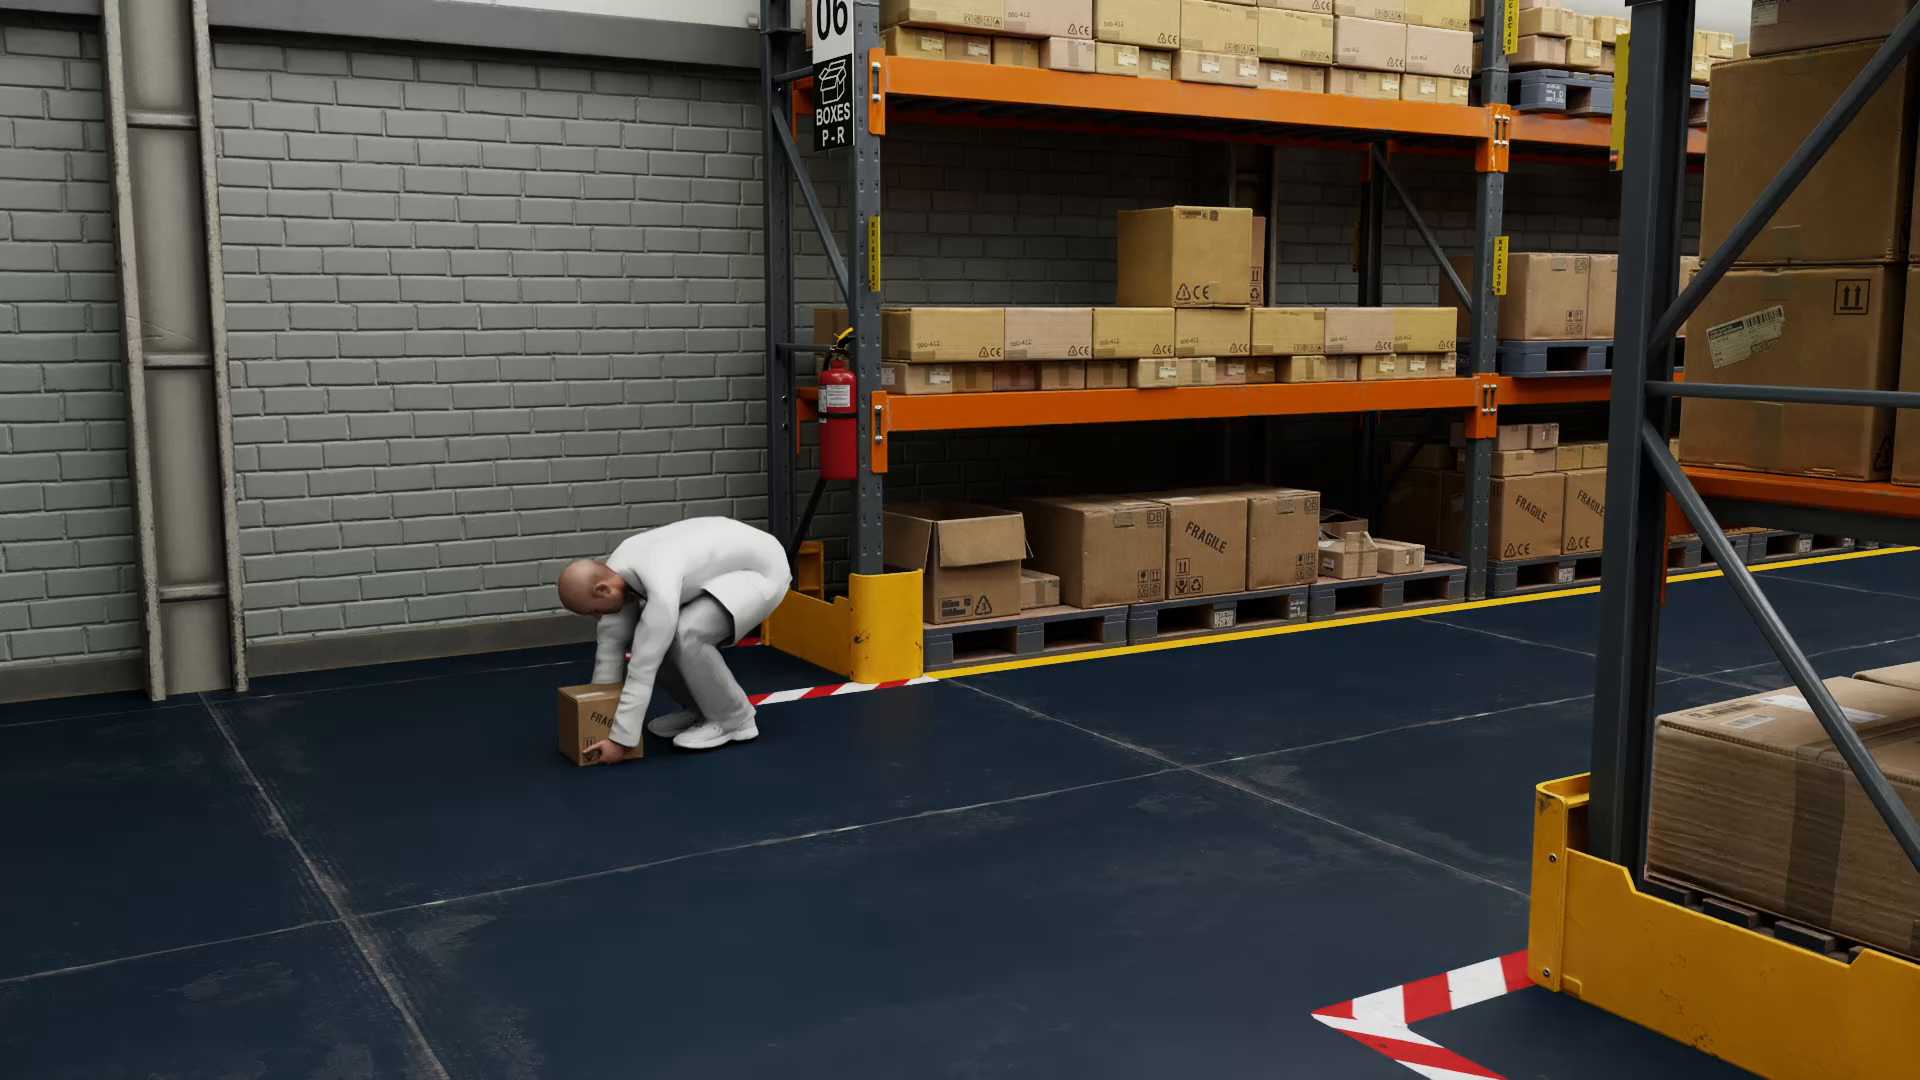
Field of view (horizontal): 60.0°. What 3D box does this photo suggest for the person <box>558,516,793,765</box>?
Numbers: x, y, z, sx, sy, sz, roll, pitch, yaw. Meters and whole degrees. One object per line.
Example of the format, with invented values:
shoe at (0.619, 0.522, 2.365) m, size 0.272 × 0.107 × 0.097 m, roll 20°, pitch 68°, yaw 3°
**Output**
person at (-1.108, 0.372, 6.502) m, size 0.951 × 0.900 × 0.582 m, roll -5°, pitch 10°, yaw -33°
